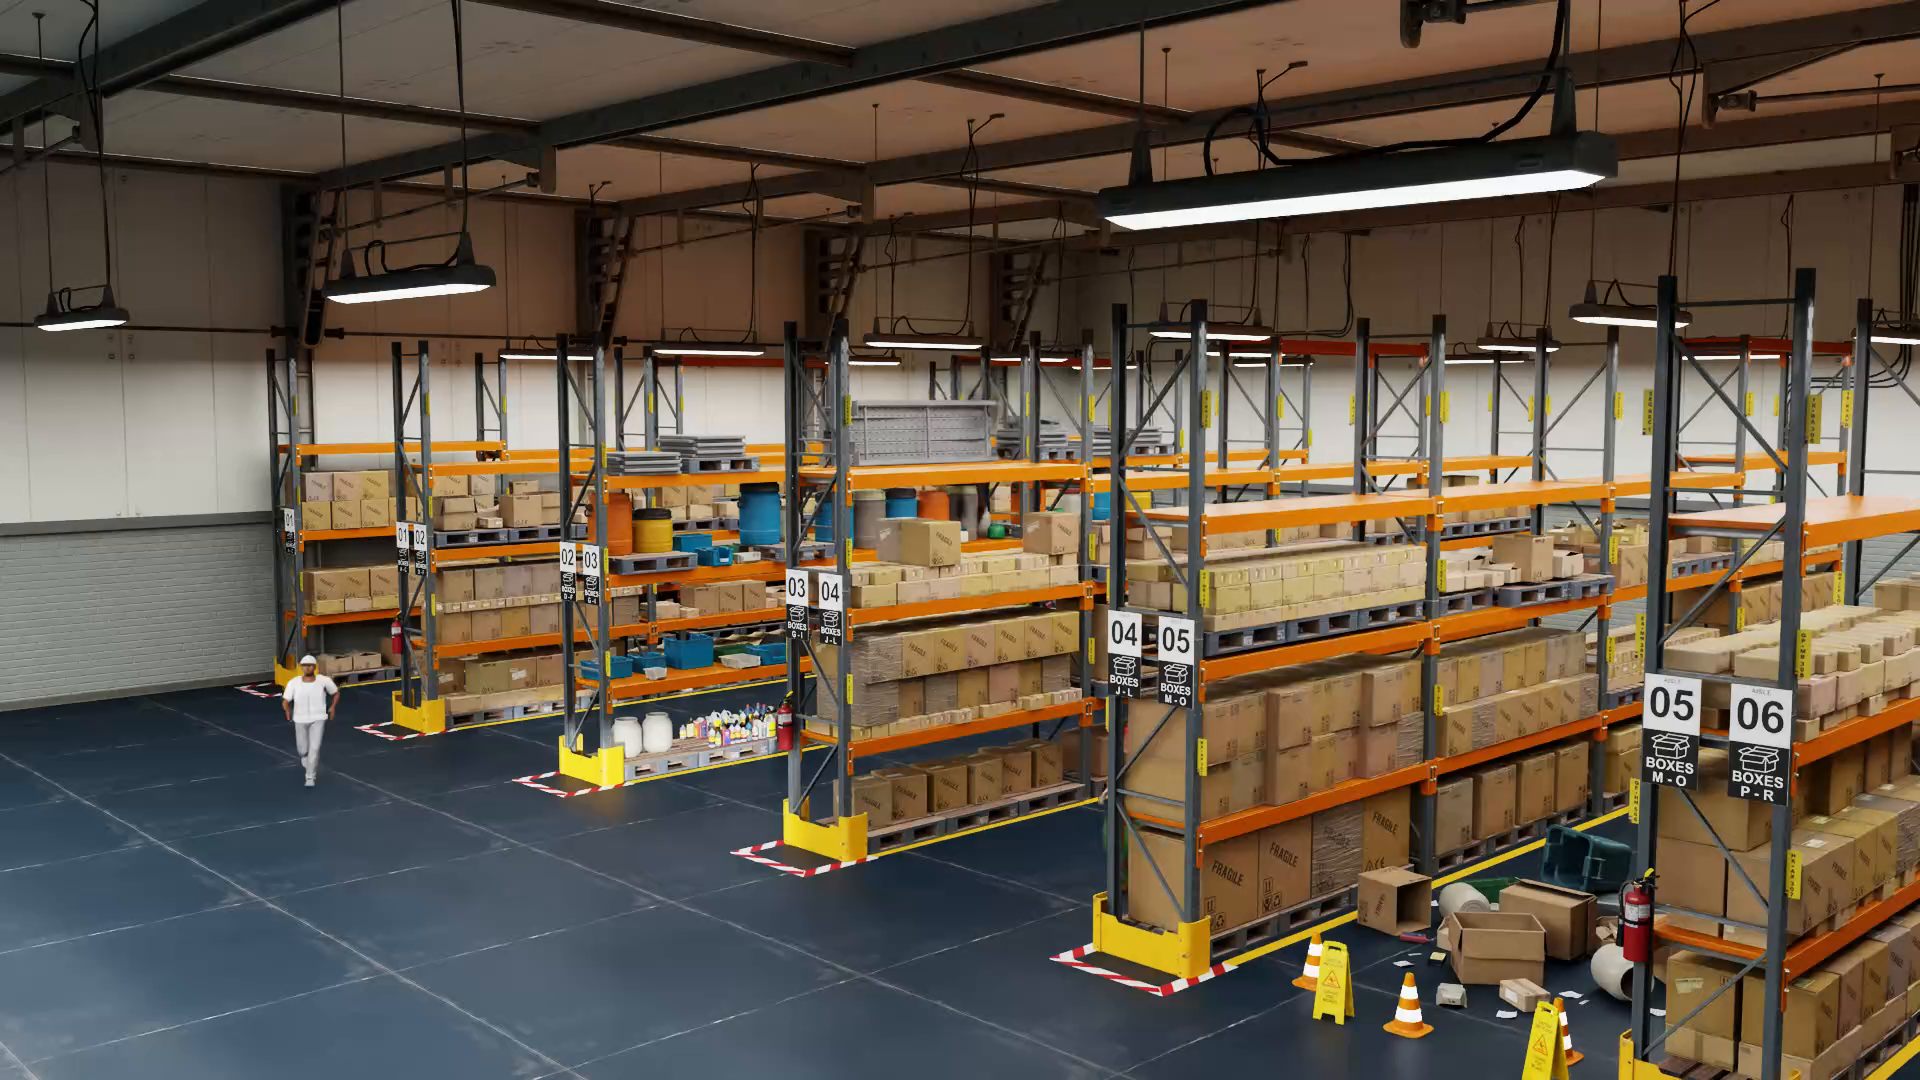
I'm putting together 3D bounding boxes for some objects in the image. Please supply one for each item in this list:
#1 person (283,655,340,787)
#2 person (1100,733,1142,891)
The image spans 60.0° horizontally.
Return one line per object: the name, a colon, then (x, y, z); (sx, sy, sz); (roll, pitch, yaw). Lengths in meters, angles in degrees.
person: (-8.642, 2.401, 22.159); (0.711, 1.737, 0.839); (-1, 5, -16)
person: (1.779, 2.813, 17.407); (0.639, 1.693, 0.587); (4, 6, 36)
